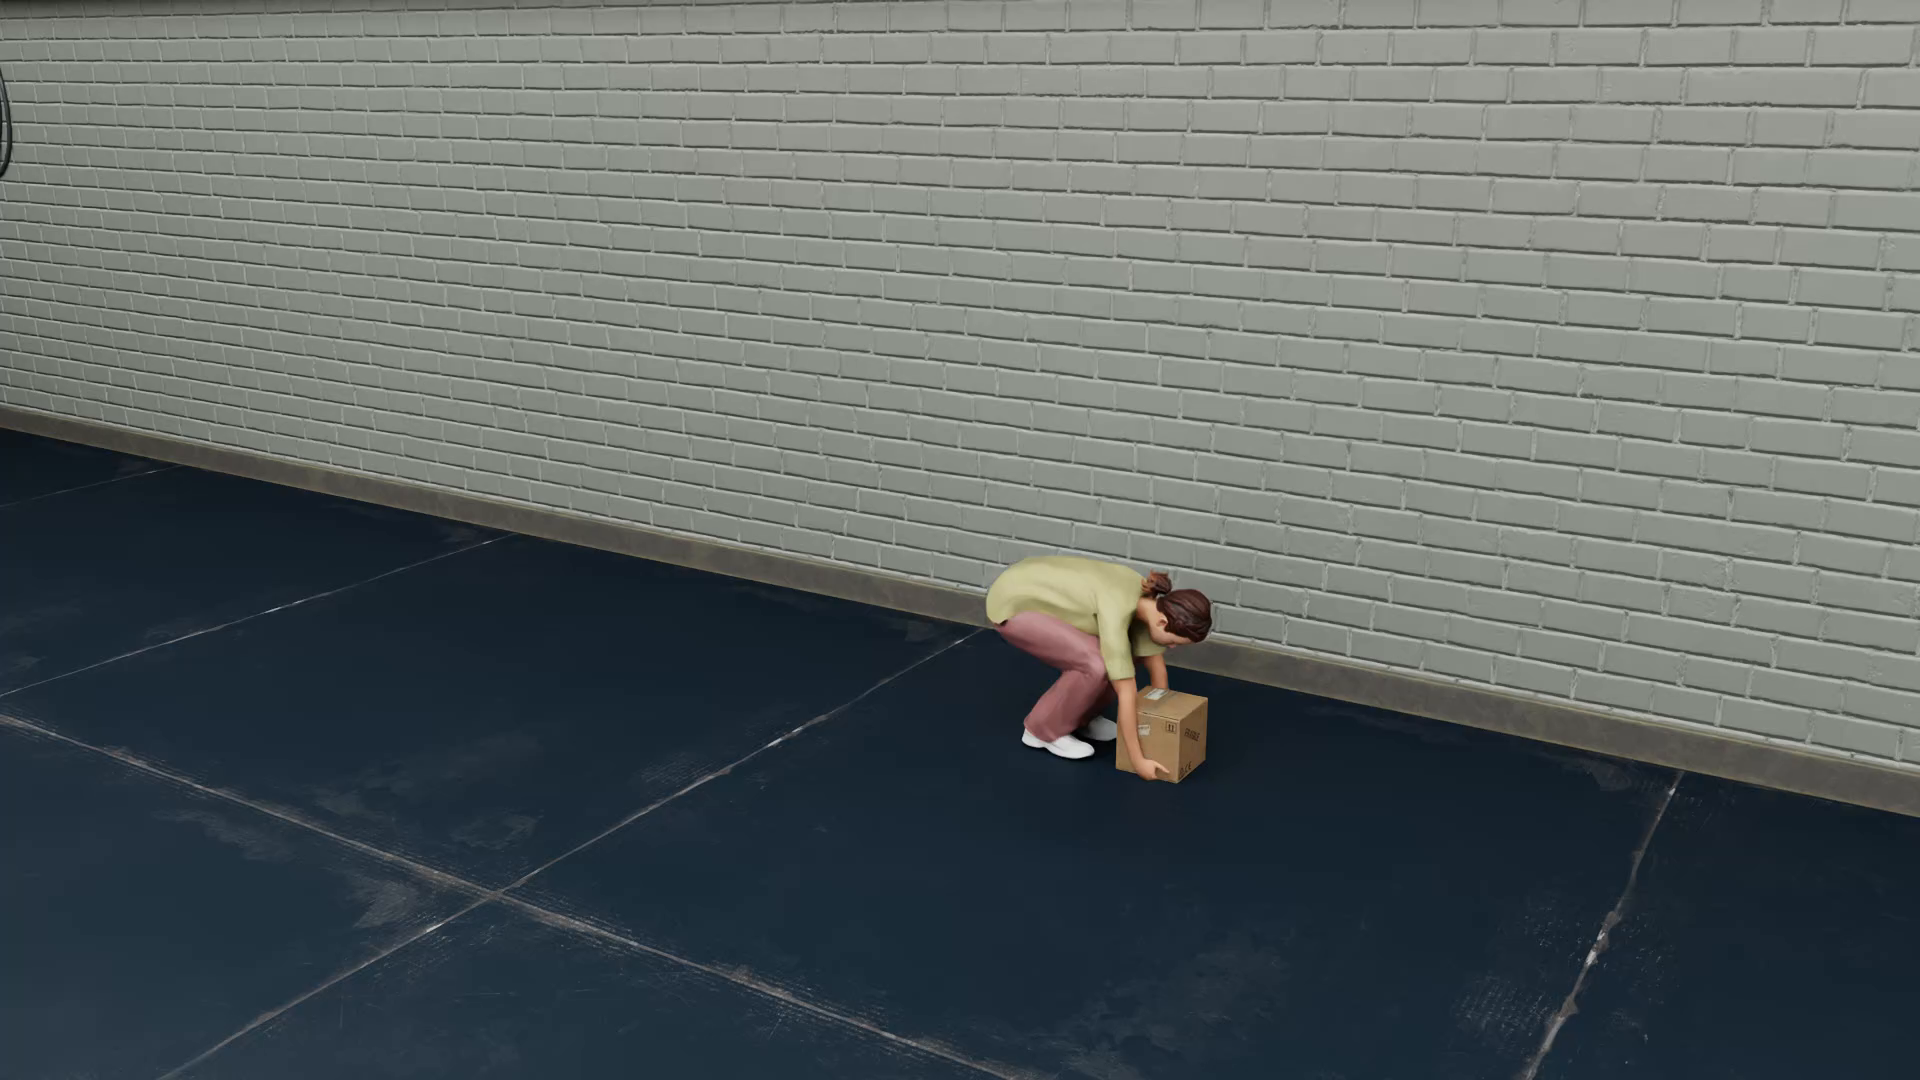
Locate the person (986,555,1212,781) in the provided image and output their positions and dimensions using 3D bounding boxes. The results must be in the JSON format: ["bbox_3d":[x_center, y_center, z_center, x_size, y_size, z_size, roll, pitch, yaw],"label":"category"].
[{"bbox_3d":[0.514,0.448,6.221,0.866,0.743,0.440,9,19,29],"label":"person"}]
